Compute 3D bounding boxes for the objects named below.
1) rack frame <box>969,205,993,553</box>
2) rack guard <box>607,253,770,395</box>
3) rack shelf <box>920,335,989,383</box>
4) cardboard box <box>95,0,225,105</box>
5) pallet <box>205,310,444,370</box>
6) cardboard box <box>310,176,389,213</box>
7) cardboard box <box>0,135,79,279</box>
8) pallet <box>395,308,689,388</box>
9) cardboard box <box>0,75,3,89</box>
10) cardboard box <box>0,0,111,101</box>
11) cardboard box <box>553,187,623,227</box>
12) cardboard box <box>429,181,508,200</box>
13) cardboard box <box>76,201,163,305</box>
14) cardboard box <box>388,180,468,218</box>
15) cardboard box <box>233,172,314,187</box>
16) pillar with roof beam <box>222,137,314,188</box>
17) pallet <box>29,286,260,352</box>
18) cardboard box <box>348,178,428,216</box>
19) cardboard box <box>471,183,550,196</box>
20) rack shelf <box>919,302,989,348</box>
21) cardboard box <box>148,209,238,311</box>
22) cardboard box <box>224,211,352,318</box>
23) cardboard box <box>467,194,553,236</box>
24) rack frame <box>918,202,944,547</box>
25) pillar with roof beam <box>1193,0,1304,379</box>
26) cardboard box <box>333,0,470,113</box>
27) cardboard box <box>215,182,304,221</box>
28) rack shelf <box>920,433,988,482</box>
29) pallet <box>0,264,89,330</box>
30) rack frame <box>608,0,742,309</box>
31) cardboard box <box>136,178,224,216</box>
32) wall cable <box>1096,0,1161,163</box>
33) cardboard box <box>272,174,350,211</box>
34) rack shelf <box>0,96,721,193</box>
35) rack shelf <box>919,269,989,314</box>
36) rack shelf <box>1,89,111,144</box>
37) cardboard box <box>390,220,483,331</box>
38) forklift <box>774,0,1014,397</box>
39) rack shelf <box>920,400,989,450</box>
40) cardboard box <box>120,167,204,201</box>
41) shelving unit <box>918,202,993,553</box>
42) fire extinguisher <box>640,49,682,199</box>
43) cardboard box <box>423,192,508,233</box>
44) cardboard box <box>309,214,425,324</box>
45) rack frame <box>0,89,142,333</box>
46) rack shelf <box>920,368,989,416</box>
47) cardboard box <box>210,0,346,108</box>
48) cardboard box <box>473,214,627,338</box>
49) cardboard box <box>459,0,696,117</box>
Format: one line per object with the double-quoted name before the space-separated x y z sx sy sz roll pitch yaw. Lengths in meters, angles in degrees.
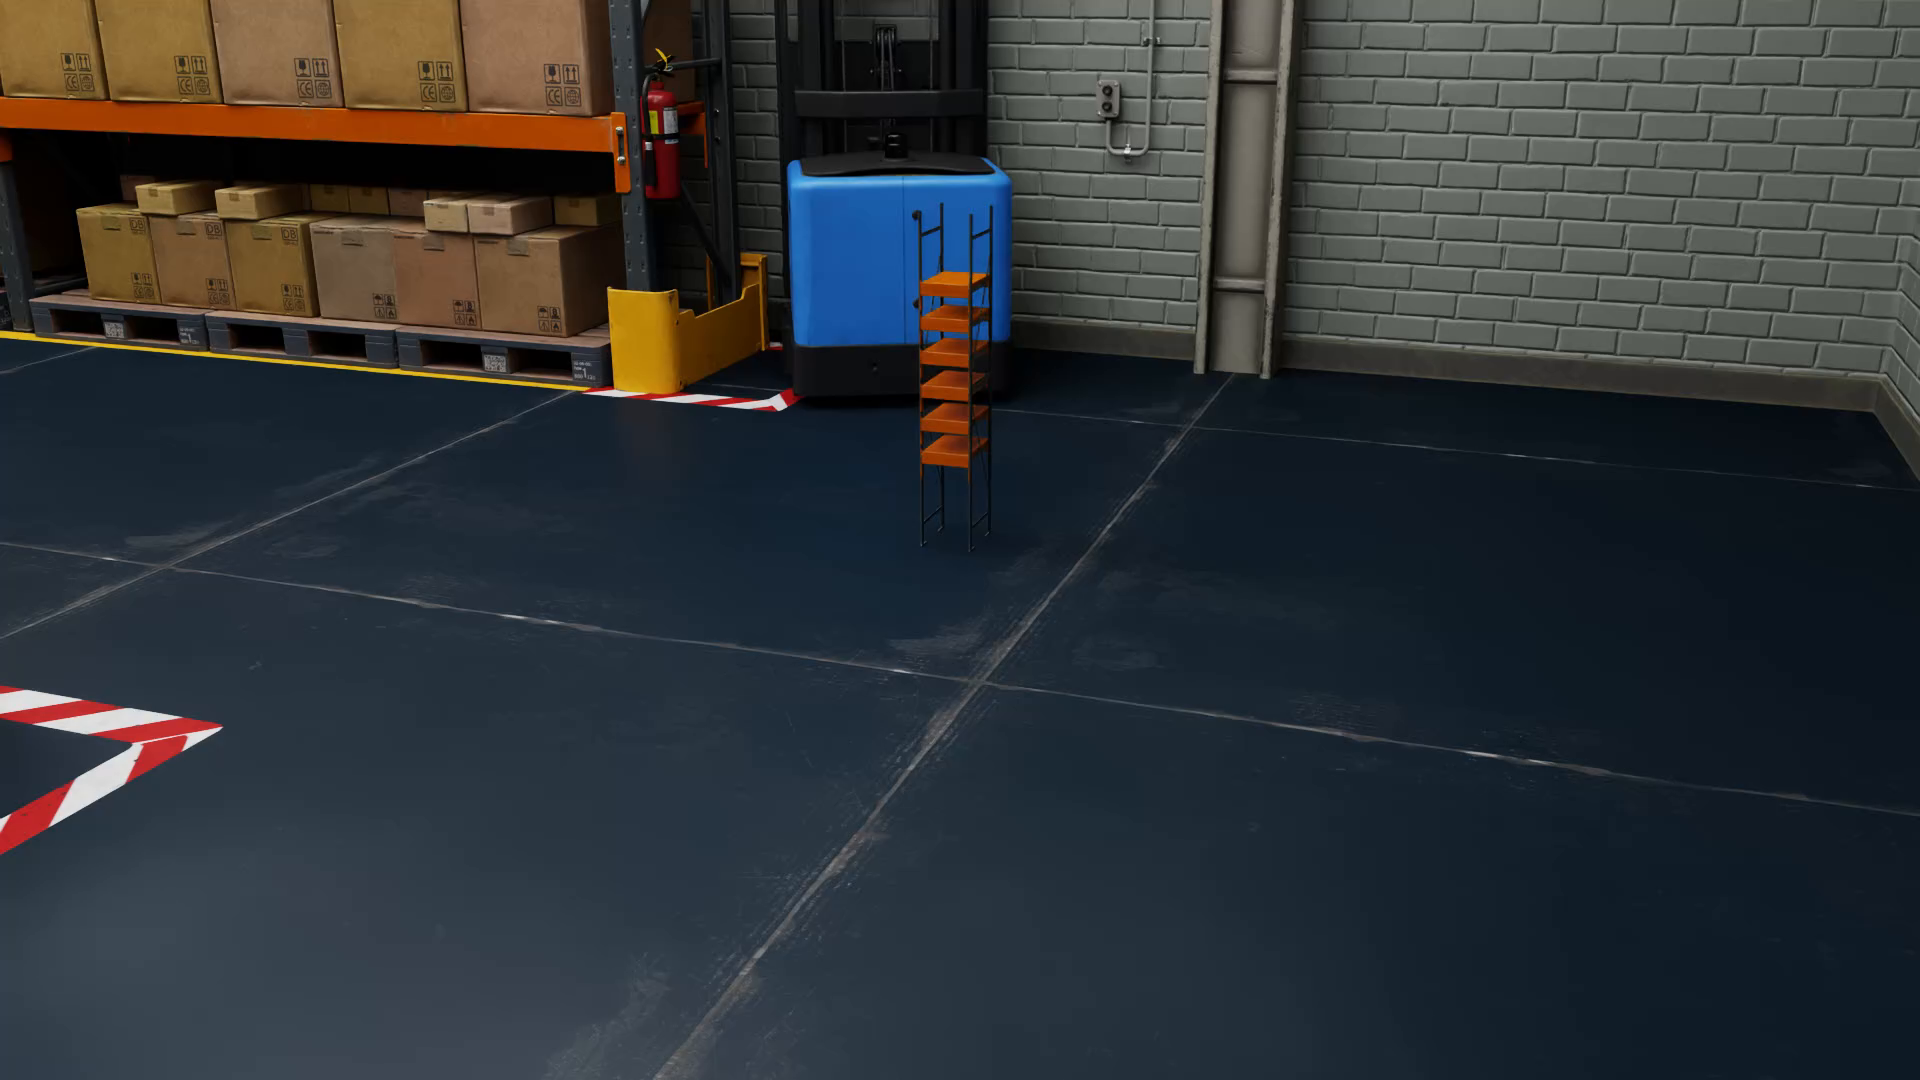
"rack frame" 0.073 -0.558 5.855 0.006 1.200 0.240 7 20 18
"rack guard" -1.377 -1.139 8.584 0.348 0.500 1.175 7 20 18
"rack shelf" -0.014 -0.639 5.858 0.180 0.103 0.258 7 20 18
"cardboard box" -3.983 -2.751 8.957 0.700 0.700 0.980 6 20 17
"pallet" -3.329 -1.200 9.197 1.213 0.211 1.003 7 20 18
"cardboard box" -3.347 -1.903 9.154 0.250 0.149 0.380 6 20 17
"cardboard box" -5.834 -1.967 9.790 0.750 0.750 0.750 7 20 19
"pallet" -2.180 -1.067 8.817 1.213 0.211 1.003 7 20 18
"cardboard box" -5.590 -2.593 9.310 0.250 0.149 0.380 7 20 19
"cardboard box" -4.671 -2.832 9.188 0.700 0.700 0.980 7 20 19
"cardboard box" -1.910 -1.739 8.683 0.250 0.149 0.380 7 20 18
"cardboard box" -2.625 -1.821 8.918 0.250 0.149 0.380 7 20 19
"cardboard box" -4.505 -1.659 9.439 0.500 0.500 0.700 7 20 19
"cardboard box" -2.865 -1.848 8.996 0.250 0.149 0.380 7 20 19
"cardboard box" -3.829 -1.959 9.312 0.250 0.149 0.380 6 20 16
"pillar with roof beam" -5.645 -4.442 5.147 0.400 9.000 9.100 7 20 18
"pallet" -4.485 -1.331 9.574 1.213 0.211 1.003 7 20 18
"cardboard box" -3.108 -1.876 9.075 0.250 0.149 0.380 7 20 19
"cardboard box" -2.388 -1.794 8.840 0.250 0.149 0.380 7 20 18
"rack shelf" -0.014 -0.753 5.819 0.180 0.103 0.258 7 20 18
"cardboard box" -4.032 -1.604 9.280 0.500 0.500 0.700 6 20 18
"cardboard box" -3.547 -1.548 9.119 0.500 0.500 0.700 7 20 19
"cardboard box" -2.274 -1.648 8.421 0.250 0.149 0.380 6 20 17
"rack frame" -0.100 -0.578 5.912 0.006 1.200 0.240 7 20 18
"pillar with roof beam" 0.022 -3.794 3.288 0.400 9.000 9.100 7 20 18
"cardboard box" -2.575 -2.591 8.496 0.700 0.700 0.980 6 20 18
"cardboard box" -3.748 -1.816 8.902 0.250 0.149 0.380 6 20 17
"rack shelf" -0.014 -0.300 5.977 0.180 0.103 0.258 7 20 18
"pallet" -5.931 -1.497 10.051 1.213 0.211 1.003 7 20 18
"rack frame" -1.399 -2.322 8.180 0.127 3.000 1.000 7 20 18
"cardboard box" -4.241 -1.872 9.063 0.250 0.149 0.380 7 20 20
"wall cable" 0.121 -2.958 8.460 1.851 1.984 0.084 7 20 18
"cardboard box" -3.591 -1.931 9.233 0.250 0.149 0.380 7 20 19
"rack shelf" -3.289 -2.198 8.919 4.000 0.370 1.077 7 20 18
"rack shelf" -0.014 -0.866 5.779 0.180 0.103 0.258 7 20 18
"rack shelf" -7.067 -2.630 10.158 4.000 0.370 1.077 7 20 18
"cardboard box" -2.566 -1.438 8.805 0.500 0.500 0.700 6 20 18
"forklift" -0.428 -2.496 8.784 1.130 2.935 3.031 -2 19 -6
"rack shelf" -0.014 -0.413 5.937 0.180 0.103 0.258 7 20 18
"cardboard box" -4.577 -2.043 9.554 0.250 0.149 0.380 6 20 18
"shelving unit" -0.014 -0.568 5.883 0.189 1.200 0.258 7 20 18
"fire extinguisher" -1.408 -1.950 7.796 0.183 0.674 0.296 7 20 18
"cardboard box" -2.516 -1.675 8.499 0.250 0.149 0.380 7 20 20
"cardboard box" -3.041 -1.493 8.961 0.500 0.500 0.700 6 20 16
"rack frame" -5.178 -2.754 9.420 0.127 3.000 1.000 7 20 18
"rack shelf" -0.014 -0.526 5.898 0.180 0.103 0.258 7 20 18
"cardboard box" -3.292 -2.676 8.740 0.700 0.700 0.980 6 20 15
"cardboard box" -2.093 -1.384 8.650 0.500 0.500 0.700 7 20 18
"cardboard box" -1.884 -2.516 8.280 0.700 0.700 0.980 7 21 21
